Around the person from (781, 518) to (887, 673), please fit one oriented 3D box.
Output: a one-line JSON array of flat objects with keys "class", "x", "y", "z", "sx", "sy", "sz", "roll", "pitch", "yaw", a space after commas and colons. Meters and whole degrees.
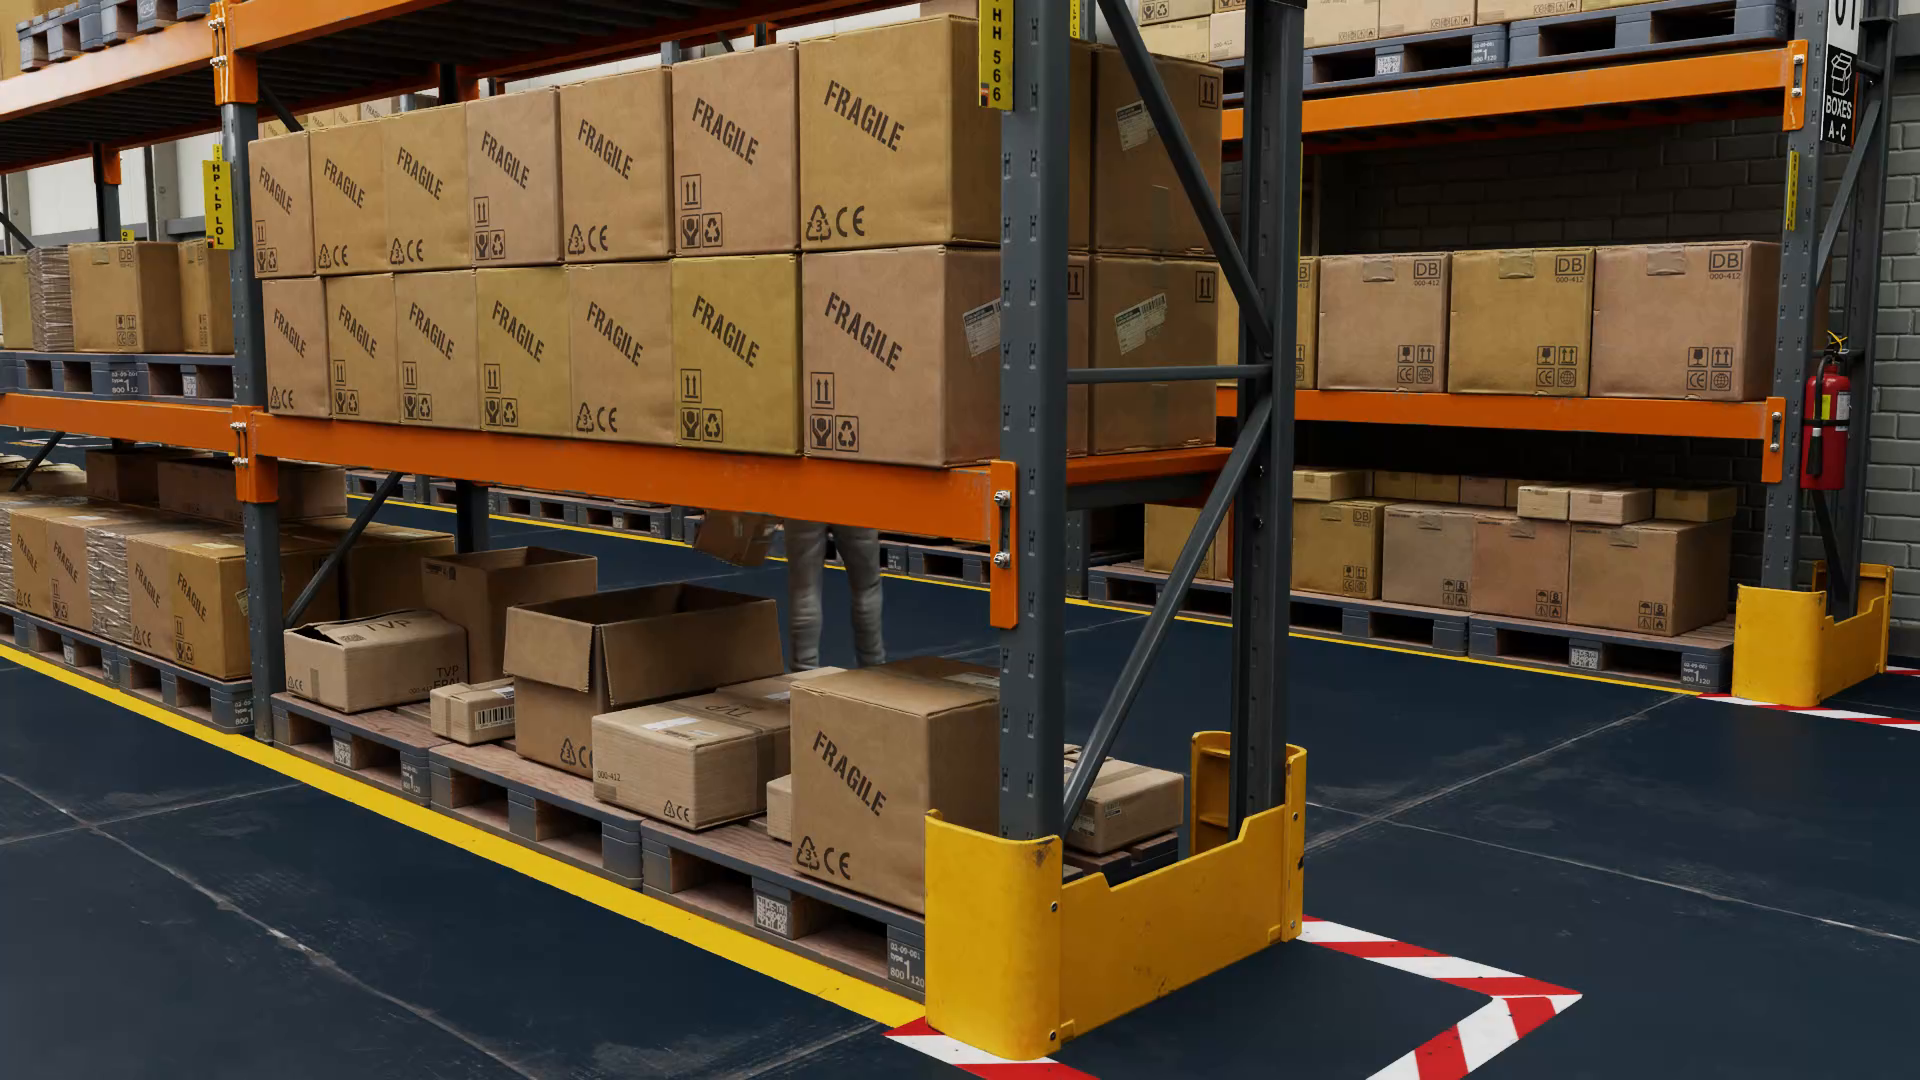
[{"class": "person", "x": -0.543, "y": -0.147, "z": 7.312, "sx": 0.585, "sy": 1.661, "sz": 0.565, "roll": 0, "pitch": 7, "yaw": 3}]
